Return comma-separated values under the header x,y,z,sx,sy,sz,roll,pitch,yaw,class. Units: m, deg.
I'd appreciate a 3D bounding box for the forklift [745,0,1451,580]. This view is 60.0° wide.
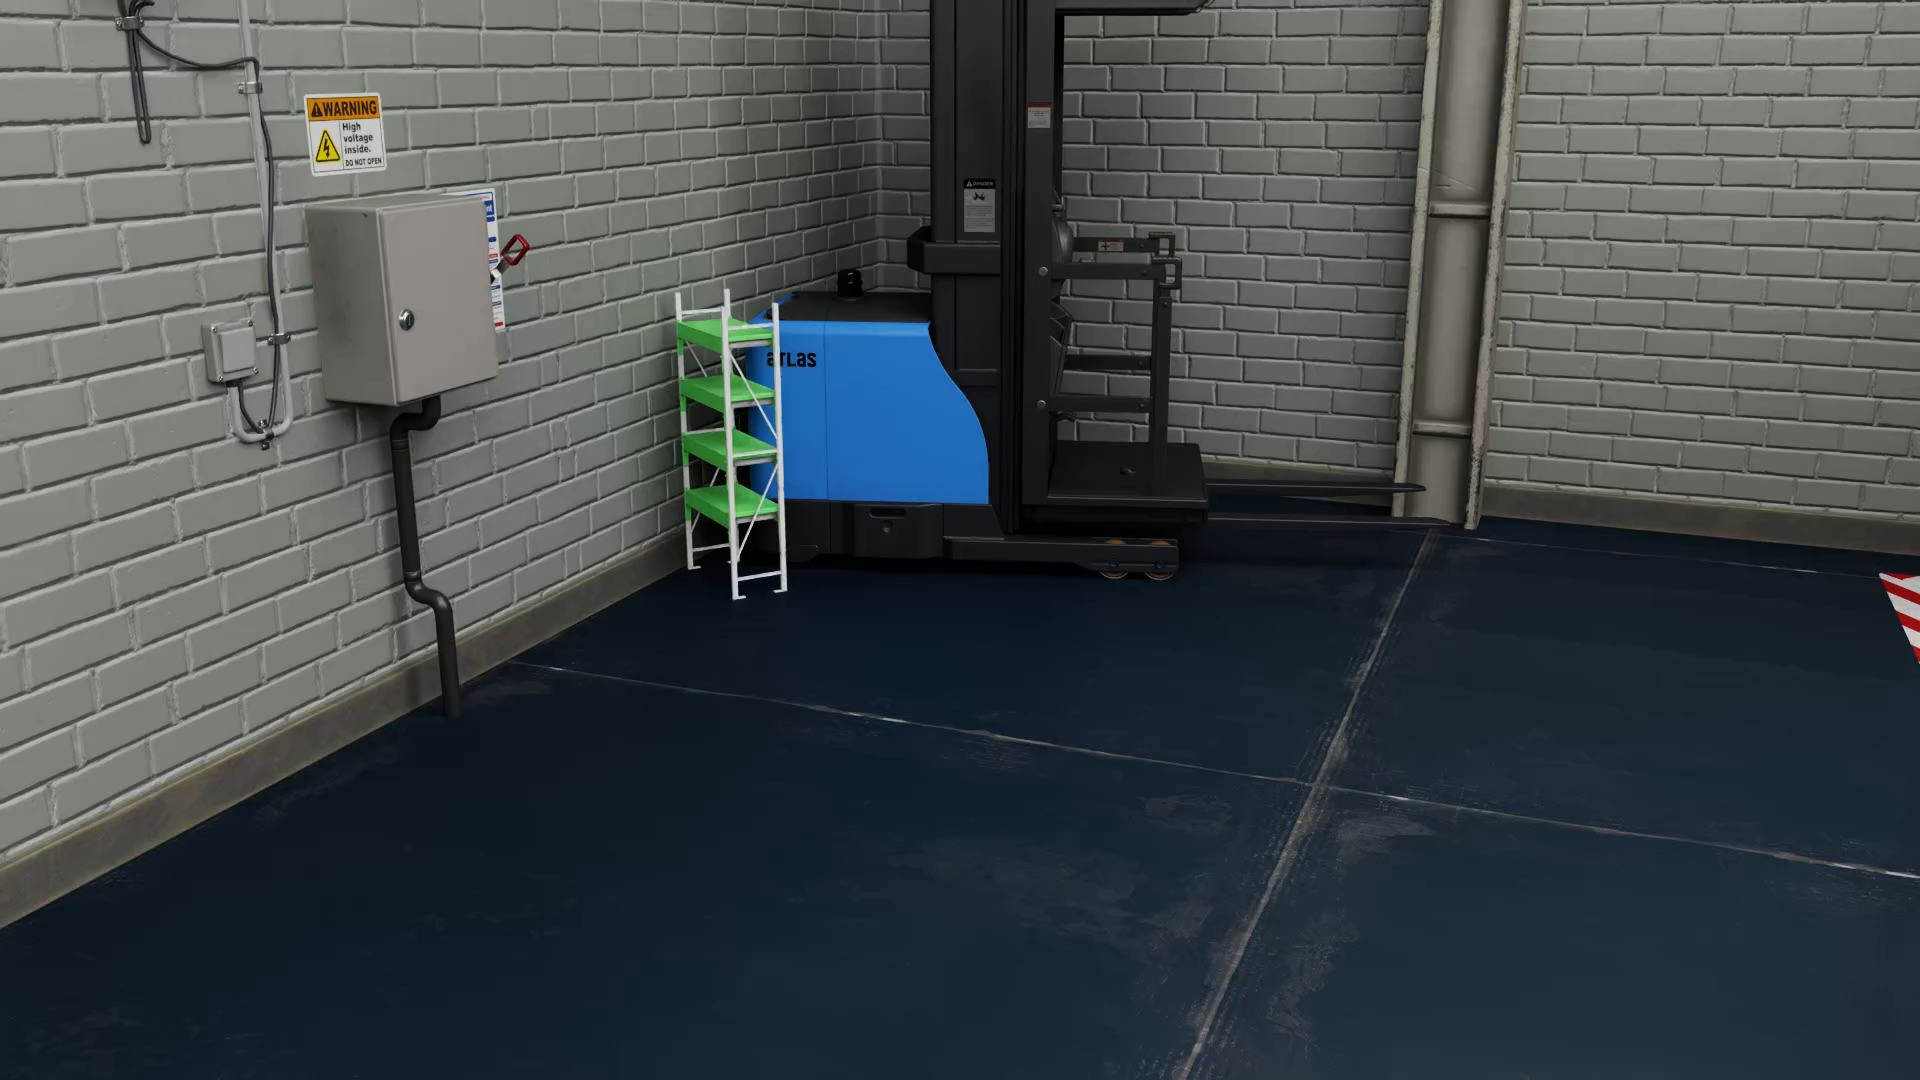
x,y,z,sx,sy,sz,roll,pitch,yaw,class
0.620,-1.391,7.208,3.031,2.935,1.130,2,16,5,forklift

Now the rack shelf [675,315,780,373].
x,y,z,sx,sy,sz,roll,pitch,yaw,class
-0.954,-0.806,6.806,0.258,0.148,0.480,-9,19,-29,rack shelf

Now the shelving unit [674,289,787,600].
x,y,z,sx,sy,sz,roll,pitch,yaw,class
-0.954,-0.407,6.922,0.258,1.200,0.503,-9,19,-29,shelving unit

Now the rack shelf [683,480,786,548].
x,y,z,sx,sy,sz,roll,pitch,yaw,class
-0.954,-0.115,7.007,0.258,0.148,0.480,-9,19,-29,rack shelf

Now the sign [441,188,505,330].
x,y,z,sx,sy,sz,roll,pitch,yaw,class
-1.695,-0.957,5.760,0.001,0.494,0.329,6,17,21,sign

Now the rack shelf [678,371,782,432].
x,y,z,sx,sy,sz,roll,pitch,yaw,class
-0.954,-0.576,6.873,0.258,0.148,0.480,-9,19,-29,rack shelf

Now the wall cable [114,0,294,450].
x,y,z,sx,sy,sz,roll,pitch,yaw,class
-2.080,-1.180,4.536,0.122,1.984,0.588,6,17,21,wall cable

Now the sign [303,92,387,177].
x,y,z,sx,sy,sz,roll,pitch,yaw,class
-1.896,-1.257,5.141,0.001,0.242,0.339,6,17,21,sign

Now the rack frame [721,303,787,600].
x,y,z,sx,sy,sz,roll,pitch,yaw,class
-0.829,-0.348,6.721,0.240,1.200,0.015,-9,19,-29,rack frame

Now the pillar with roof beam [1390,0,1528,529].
x,y,z,sx,sy,sz,roll,pitch,yaw,class
0.725,-3.314,2.950,0.400,9.000,9.100,6,17,21,pillar with roof beam

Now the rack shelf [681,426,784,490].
x,y,z,sx,sy,sz,roll,pitch,yaw,class
-0.954,-0.345,6.940,0.258,0.148,0.480,-9,19,-29,rack shelf

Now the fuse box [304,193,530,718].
x,y,z,sx,sy,sz,roll,pitch,yaw,class
-1.683,-0.234,5.412,0.414,1.711,0.539,6,17,21,fuse box

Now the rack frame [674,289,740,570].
x,y,z,sx,sy,sz,roll,pitch,yaw,class
-1.079,-0.465,7.124,0.240,1.200,0.015,-9,19,-29,rack frame
